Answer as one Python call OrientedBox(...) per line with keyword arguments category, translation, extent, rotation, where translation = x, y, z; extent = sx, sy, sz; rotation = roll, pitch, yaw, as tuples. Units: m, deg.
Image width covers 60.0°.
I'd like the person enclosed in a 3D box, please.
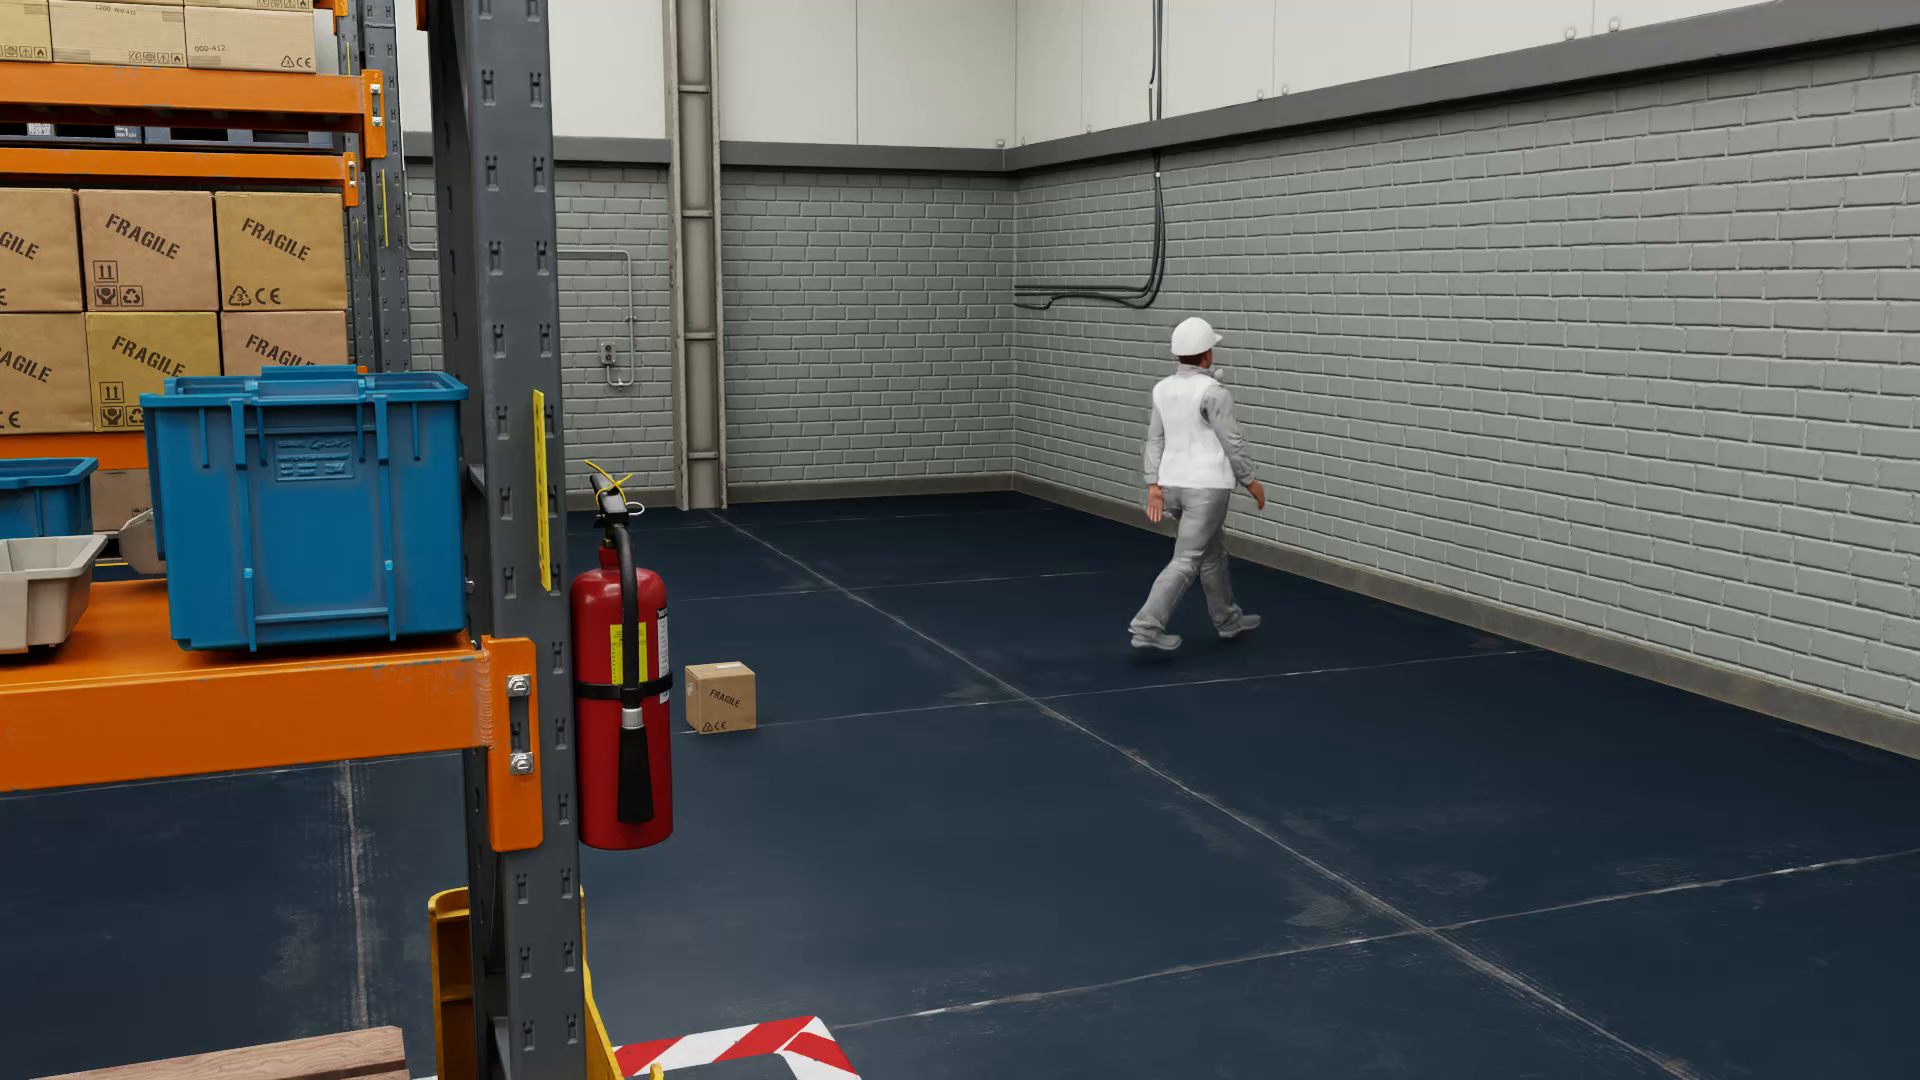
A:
OrientedBox(category="person", translation=(1.283, -0.289, 8.639), extent=(1.033, 1.722, 0.542), rotation=(-5, 10, -32))
